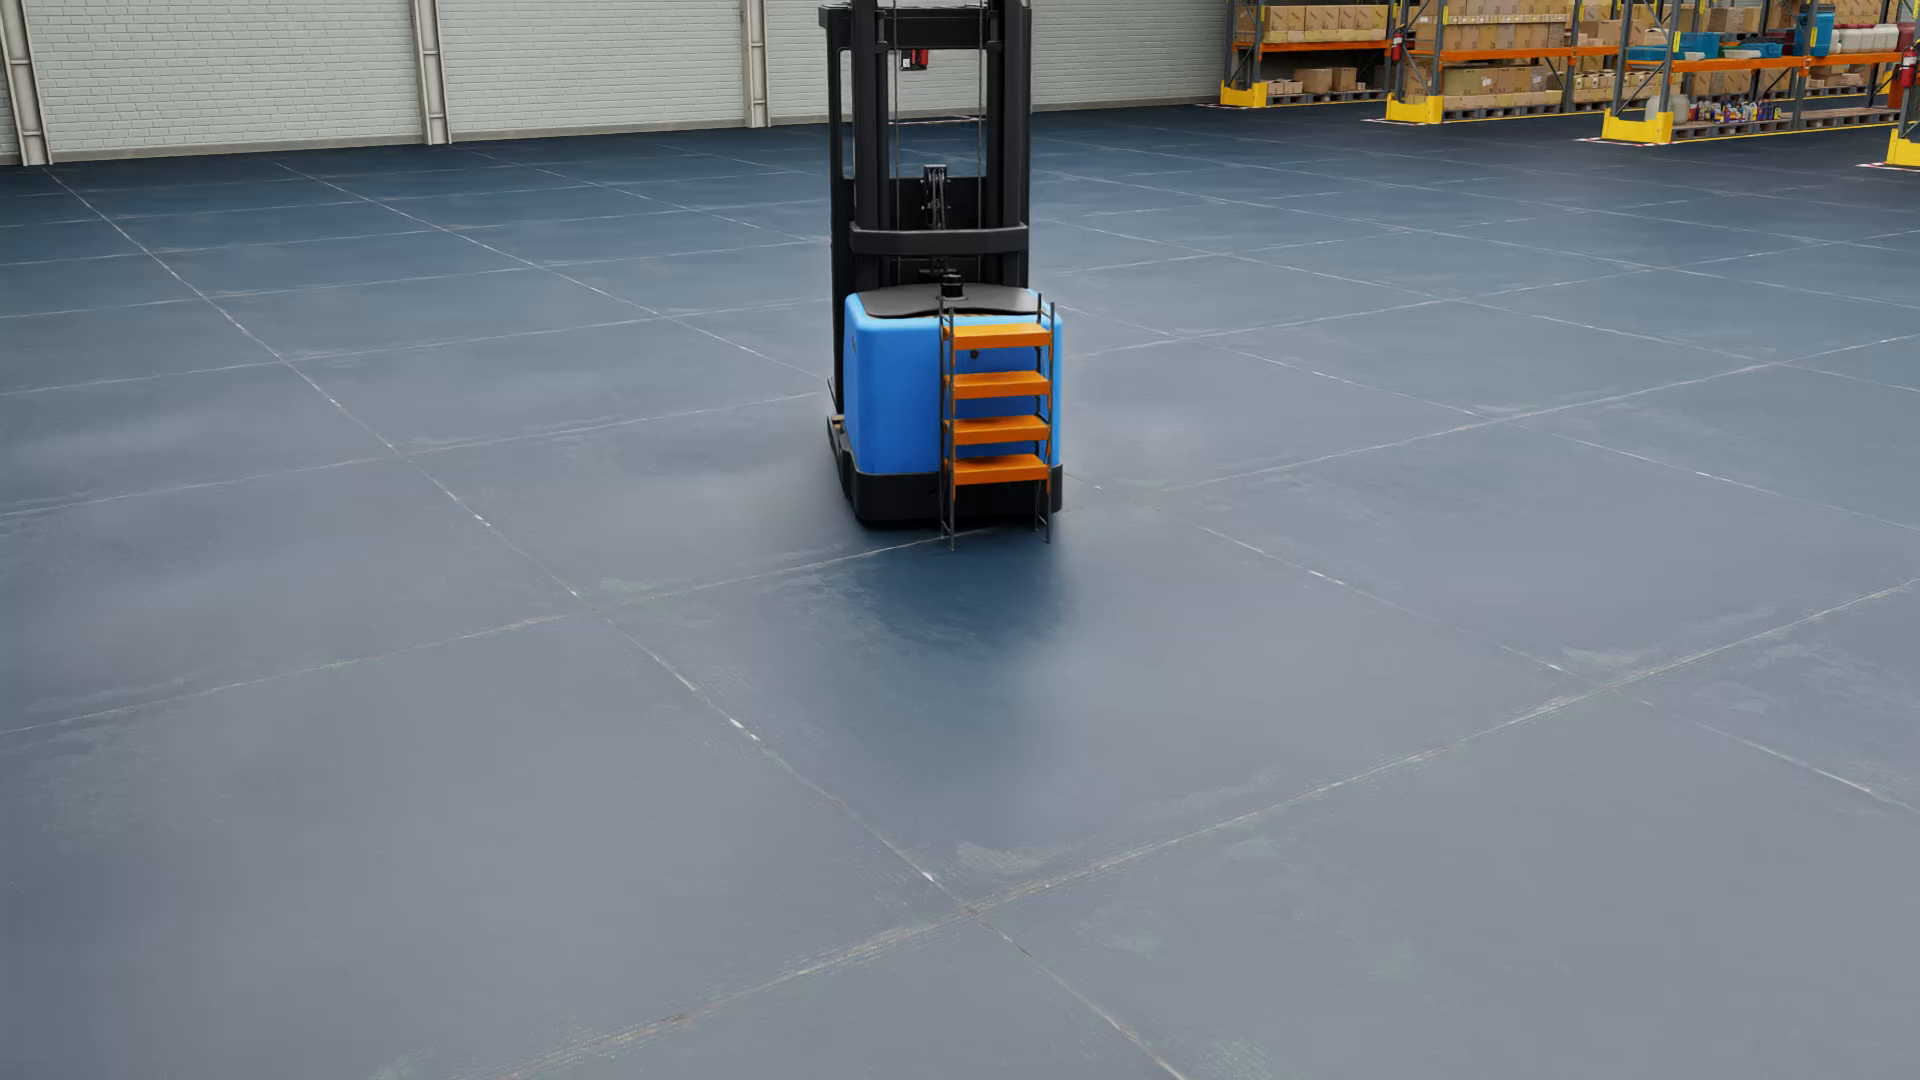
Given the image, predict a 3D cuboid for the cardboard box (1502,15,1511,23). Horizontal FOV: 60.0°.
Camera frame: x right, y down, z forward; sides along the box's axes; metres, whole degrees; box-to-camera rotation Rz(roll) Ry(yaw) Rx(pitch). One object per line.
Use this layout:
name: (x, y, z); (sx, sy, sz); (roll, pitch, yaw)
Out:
cardboard box: (10.582, -10.232, 32.658); (0.250, 0.149, 0.380); (-12, 22, -31)

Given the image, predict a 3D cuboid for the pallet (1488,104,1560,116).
pallet: (11.505, -8.850, 34.093); (1.213, 0.211, 1.003); (-12, 22, -31)

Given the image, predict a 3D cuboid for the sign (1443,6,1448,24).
sign: (9.152, -9.894, 31.350); (0.005, 0.325, 0.100); (-12, 22, -31)

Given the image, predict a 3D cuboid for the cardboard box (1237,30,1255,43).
cardboard box: (6.408, -10.992, 36.279); (0.500, 0.250, 0.500); (-12, 22, -31)

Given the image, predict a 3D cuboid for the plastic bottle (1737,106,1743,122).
plastic bottle: (13.797, -7.535, 29.424); (0.097, 0.271, 0.097); (0, 19, 0)

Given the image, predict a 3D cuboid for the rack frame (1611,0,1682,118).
rack frame: (11.573, -8.270, 28.023); (0.127, 3.000, 1.000); (-12, 22, -31)

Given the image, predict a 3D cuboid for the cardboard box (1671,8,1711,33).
cardboard box: (15.997, -11.392, 36.446); (0.700, 0.500, 0.500); (14, 23, 35)

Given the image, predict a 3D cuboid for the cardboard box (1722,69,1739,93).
cardboard box: (16.926, -10.213, 36.988); (0.500, 0.500, 0.500); (-12, 22, -32)

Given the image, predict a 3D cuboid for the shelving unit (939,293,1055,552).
shelving unit: (0.173, -0.568, 8.052); (0.503, 1.200, 0.258); (-4, 19, -13)

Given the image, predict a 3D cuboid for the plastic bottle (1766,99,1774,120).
plastic bottle: (14.534, -7.737, 29.897); (0.185, 0.351, 0.144); (-13, 22, -33)

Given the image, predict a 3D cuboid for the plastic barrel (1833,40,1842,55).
plastic barrel: (16.103, -9.101, 30.697); (0.301, 0.262, 0.301); (0, 19, 0)

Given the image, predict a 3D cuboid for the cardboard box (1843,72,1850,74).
cardboard box: (21.187, -11.212, 40.331); (0.500, 0.250, 0.500); (-12, 22, -31)

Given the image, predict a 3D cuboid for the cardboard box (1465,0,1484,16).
cardboard box: (9.729, -10.440, 32.259); (0.500, 0.500, 0.700); (-13, 22, -33)

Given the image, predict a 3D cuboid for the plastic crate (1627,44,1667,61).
plastic crate: (11.826, -8.368, 28.544); (0.616, 0.251, 0.499); (-12, 22, -31)

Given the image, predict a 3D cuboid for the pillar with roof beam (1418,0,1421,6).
pillar with roof beam: (13.612, -14.022, 35.670); (0.400, 9.000, 9.100); (-12, 22, -31)

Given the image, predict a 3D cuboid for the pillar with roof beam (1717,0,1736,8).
pillar with roof beam: (23.634, -16.135, 41.922); (0.400, 9.000, 9.100); (-12, 22, -31)

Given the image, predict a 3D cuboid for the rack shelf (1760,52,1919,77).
rack shelf: (16.584, -8.986, 31.264); (4.000, 0.370, 1.077); (-12, 22, -31)

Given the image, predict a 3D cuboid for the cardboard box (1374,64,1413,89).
cardboard box: (10.070, -10.783, 38.672); (0.500, 0.500, 0.700); (-11, 22, -30)

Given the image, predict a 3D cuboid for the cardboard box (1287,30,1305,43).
cardboard box: (7.132, -10.955, 36.167); (0.500, 0.250, 0.500); (-13, 22, -33)

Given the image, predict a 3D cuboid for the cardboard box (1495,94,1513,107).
cardboard box: (10.675, -8.791, 33.201); (0.500, 0.250, 0.500); (-12, 22, -31)

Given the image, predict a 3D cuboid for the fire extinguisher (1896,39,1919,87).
fire extinguisher: (13.948, -7.012, 24.422); (0.183, 0.674, 0.296); (-12, 22, -31)

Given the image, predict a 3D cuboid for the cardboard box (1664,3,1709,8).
cardboard box: (19.066, -13.788, 43.876); (0.700, 0.700, 0.980); (-11, 21, -29)

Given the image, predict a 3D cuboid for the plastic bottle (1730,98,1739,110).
plastic bottle: (14.090, -7.858, 30.254); (0.185, 0.351, 0.144); (-12, 22, -31)

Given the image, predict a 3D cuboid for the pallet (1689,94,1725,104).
pallet: (16.177, -9.805, 36.918); (1.213, 0.211, 1.003); (-12, 22, -31)

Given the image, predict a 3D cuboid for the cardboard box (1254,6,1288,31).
cardboard box: (6.688, -11.217, 35.773); (0.500, 0.500, 0.500); (-12, 22, -31)

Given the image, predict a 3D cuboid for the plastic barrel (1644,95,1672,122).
plastic barrel: (12.080, -7.427, 28.757); (0.421, 0.512, 0.421); (0, 19, 0)

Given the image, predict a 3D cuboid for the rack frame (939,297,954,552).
rack frame: (-0.065, -0.550, 7.998); (0.015, 1.200, 0.240); (-4, 19, -13)

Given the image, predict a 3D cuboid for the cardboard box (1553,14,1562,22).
cardboard box: (11.875, -10.506, 33.470); (0.250, 0.149, 0.380); (-12, 22, -33)

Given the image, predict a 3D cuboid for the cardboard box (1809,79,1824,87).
cardboard box: (20.060, -10.746, 39.086); (0.250, 0.166, 0.380); (-12, 22, -31)

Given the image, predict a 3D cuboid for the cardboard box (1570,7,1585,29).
cardboard box: (15.054, -12.904, 41.078); (0.500, 0.500, 0.500); (-12, 22, -31)

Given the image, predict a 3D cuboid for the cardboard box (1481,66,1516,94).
cardboard box: (10.676, -9.146, 33.080); (0.500, 0.500, 0.500); (-12, 22, -31)

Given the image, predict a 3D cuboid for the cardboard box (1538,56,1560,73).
cardboard box: (14.227, -11.757, 41.037); (0.750, 0.750, 0.750); (-12, 22, -32)

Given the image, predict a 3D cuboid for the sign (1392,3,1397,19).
sign: (9.770, -11.891, 37.381); (0.005, 0.325, 0.100); (-12, 22, -31)

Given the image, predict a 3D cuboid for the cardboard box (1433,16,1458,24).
cardboard box: (9.298, -9.962, 31.858); (0.250, 0.149, 0.380); (-12, 22, -32)

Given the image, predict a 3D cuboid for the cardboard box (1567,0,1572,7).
cardboard box: (14.613, -13.169, 40.690); (0.500, 0.250, 0.500); (-12, 22, -33)

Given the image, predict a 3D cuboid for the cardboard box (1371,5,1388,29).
cardboard box: (9.240, -11.752, 37.355); (0.500, 0.500, 0.500); (-12, 22, -32)

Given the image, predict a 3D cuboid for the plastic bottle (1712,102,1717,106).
plastic bottle: (13.693, -7.814, 30.228); (0.133, 0.283, 0.061); (-11, 21, -29)

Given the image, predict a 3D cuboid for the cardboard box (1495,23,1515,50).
cardboard box: (10.540, -9.995, 32.970); (0.500, 0.500, 0.700); (-11, 22, -30)

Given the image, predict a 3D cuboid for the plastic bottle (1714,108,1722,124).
plastic bottle: (13.258, -7.422, 29.088); (0.097, 0.271, 0.097); (0, 19, 0)

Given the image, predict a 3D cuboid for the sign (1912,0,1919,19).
sign: (14.008, -7.795, 24.318); (0.005, 0.325, 0.100); (-12, 22, -31)

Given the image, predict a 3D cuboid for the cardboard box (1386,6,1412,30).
cardboard box: (9.908, -11.961, 38.097); (0.500, 0.500, 0.700); (-12, 22, -31)

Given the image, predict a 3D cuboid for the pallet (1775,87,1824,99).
pallet: (19.448, -10.509, 39.000); (1.213, 0.211, 1.003); (-12, 22, -31)

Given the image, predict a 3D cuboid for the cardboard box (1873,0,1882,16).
cardboard box: (21.572, -12.694, 39.391); (0.500, 0.500, 0.500); (-11, 22, -30)

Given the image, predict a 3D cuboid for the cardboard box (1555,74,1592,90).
cardboard box: (12.674, -9.468, 34.330); (0.500, 0.311, 0.500); (-12, 22, -31)

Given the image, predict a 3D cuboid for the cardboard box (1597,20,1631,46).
cardboard box: (13.701, -10.659, 34.935); (0.500, 0.500, 0.500); (-12, 22, -31)

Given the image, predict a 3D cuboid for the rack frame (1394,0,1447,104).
rack frame: (8.852, -9.595, 31.944); (0.127, 3.000, 1.000); (-12, 22, -31)

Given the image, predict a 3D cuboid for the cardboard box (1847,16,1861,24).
cardboard box: (20.718, -12.042, 39.024); (0.500, 0.500, 0.500); (-12, 22, -32)

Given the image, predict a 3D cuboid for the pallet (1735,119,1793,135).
pallet: (14.330, -7.546, 30.237); (1.213, 0.211, 1.003); (-12, 22, -31)

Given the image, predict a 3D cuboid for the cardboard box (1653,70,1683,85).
cardboard box: (15.231, -10.008, 35.928); (0.500, 0.311, 0.500); (-11, 22, -30)

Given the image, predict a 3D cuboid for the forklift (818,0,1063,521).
forklift: (-0.198, -1.915, 9.333); (1.130, 2.935, 3.031); (-3, 19, -8)

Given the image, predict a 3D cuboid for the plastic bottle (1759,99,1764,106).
plastic bottle: (14.455, -7.776, 30.011); (0.185, 0.351, 0.144); (-12, 22, -31)

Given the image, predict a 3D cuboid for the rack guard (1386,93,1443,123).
rack guard: (8.831, -8.407, 32.332); (0.348, 0.500, 1.175); (-12, 22, -31)

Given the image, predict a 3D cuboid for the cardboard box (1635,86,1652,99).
cardboard box: (14.377, -9.563, 35.487); (0.500, 0.250, 0.500); (-11, 22, -30)
